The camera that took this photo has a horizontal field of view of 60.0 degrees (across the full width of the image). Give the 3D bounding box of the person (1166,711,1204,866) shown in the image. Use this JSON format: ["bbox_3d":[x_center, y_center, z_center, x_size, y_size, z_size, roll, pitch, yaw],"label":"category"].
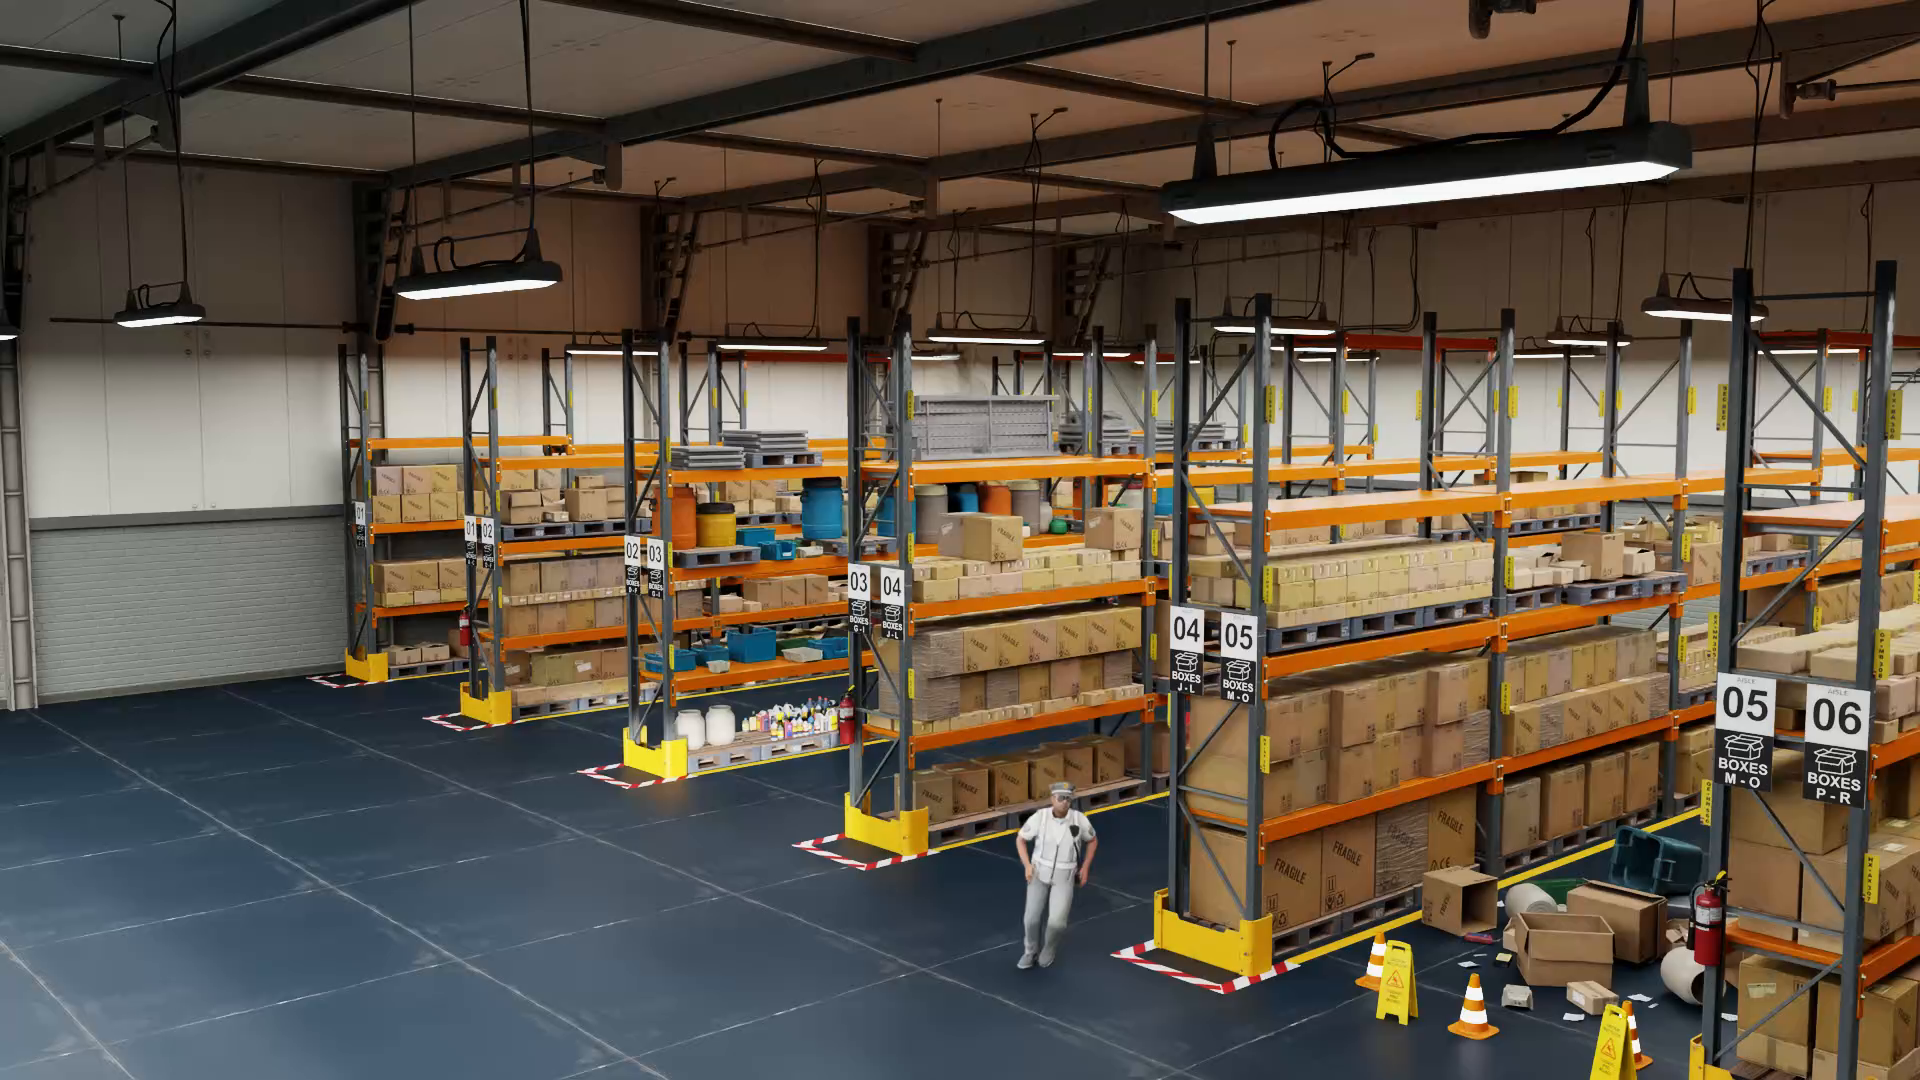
[{"bbox_3d":[2.512,2.688,17.953,0.648,1.774,0.963,3,6,26],"label":"person"}]

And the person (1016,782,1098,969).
[{"bbox_3d":[0.850,2.984,14.769,0.721,1.717,0.569,1,5,7],"label":"person"}]

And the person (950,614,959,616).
[{"bbox_3d":[-0.256,1.727,28.220,0.850,1.679,0.649,-5,7,-43],"label":"person"}]
